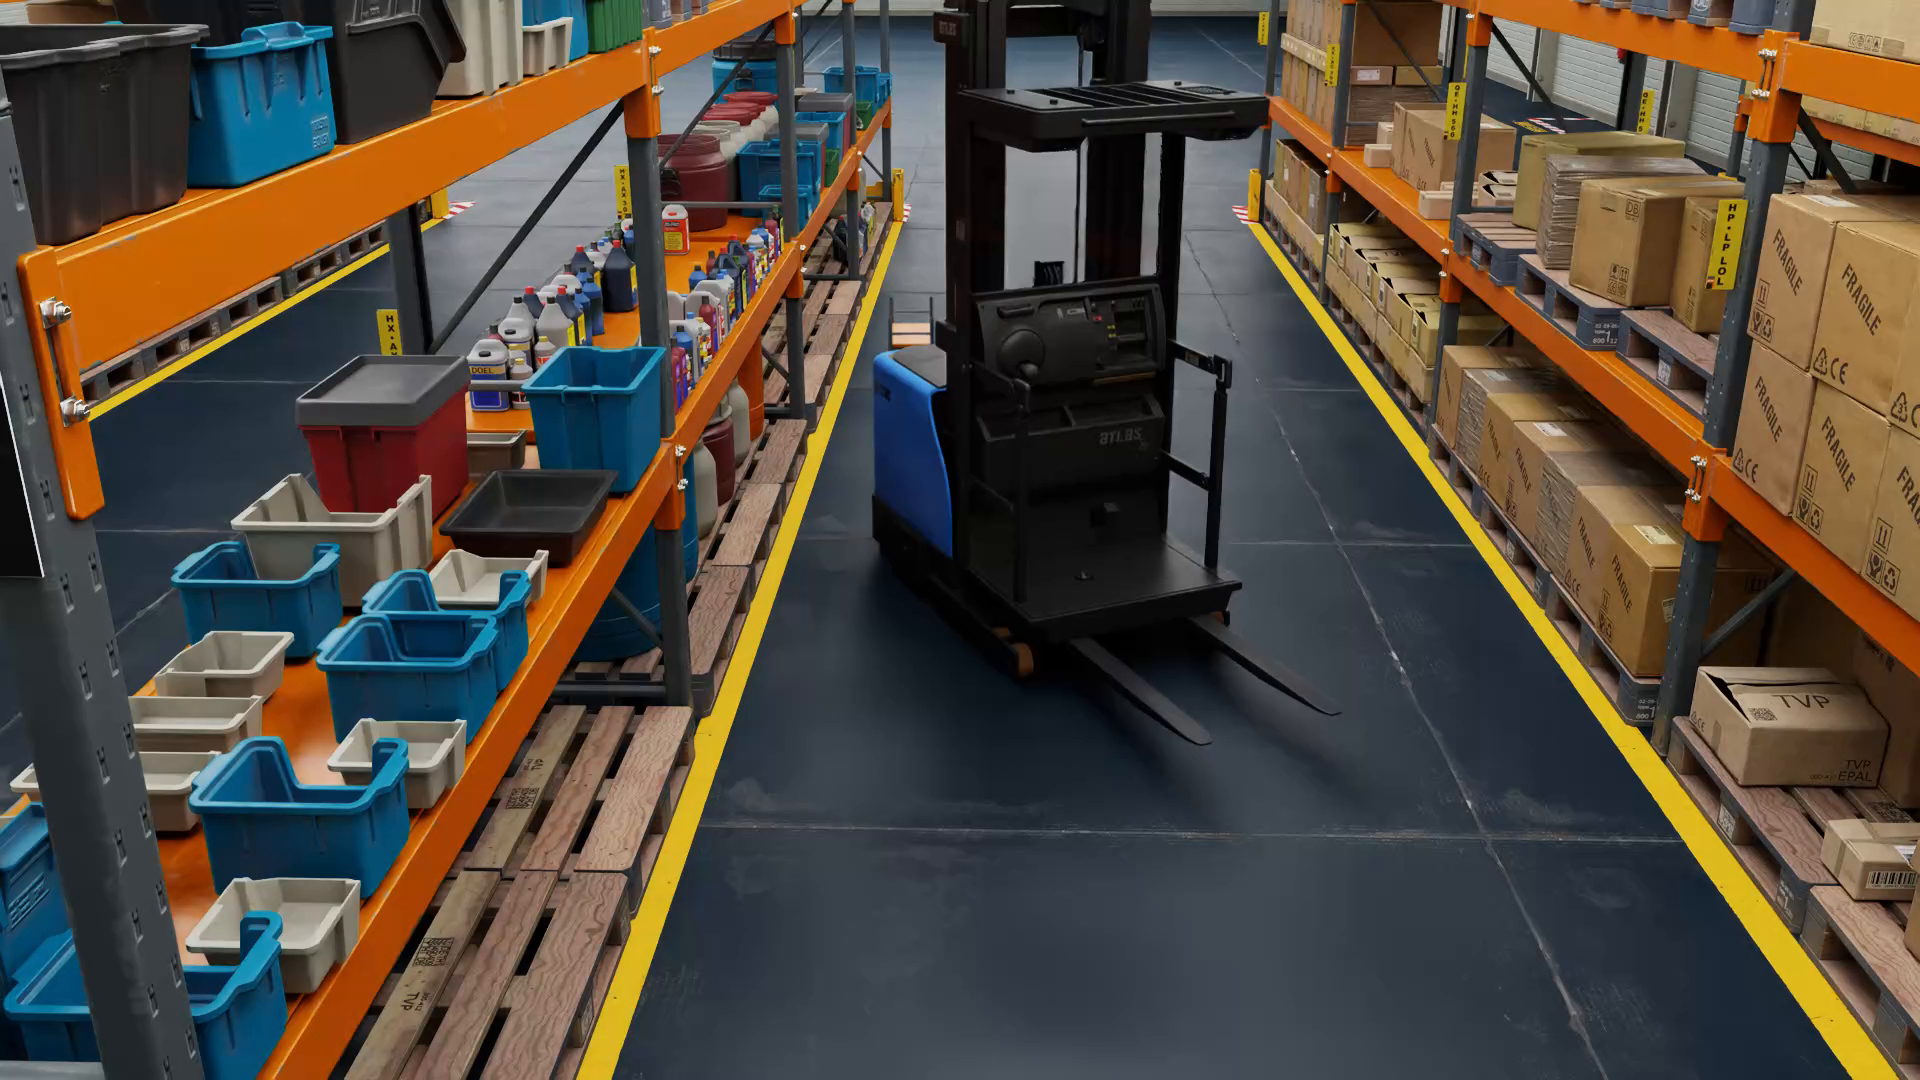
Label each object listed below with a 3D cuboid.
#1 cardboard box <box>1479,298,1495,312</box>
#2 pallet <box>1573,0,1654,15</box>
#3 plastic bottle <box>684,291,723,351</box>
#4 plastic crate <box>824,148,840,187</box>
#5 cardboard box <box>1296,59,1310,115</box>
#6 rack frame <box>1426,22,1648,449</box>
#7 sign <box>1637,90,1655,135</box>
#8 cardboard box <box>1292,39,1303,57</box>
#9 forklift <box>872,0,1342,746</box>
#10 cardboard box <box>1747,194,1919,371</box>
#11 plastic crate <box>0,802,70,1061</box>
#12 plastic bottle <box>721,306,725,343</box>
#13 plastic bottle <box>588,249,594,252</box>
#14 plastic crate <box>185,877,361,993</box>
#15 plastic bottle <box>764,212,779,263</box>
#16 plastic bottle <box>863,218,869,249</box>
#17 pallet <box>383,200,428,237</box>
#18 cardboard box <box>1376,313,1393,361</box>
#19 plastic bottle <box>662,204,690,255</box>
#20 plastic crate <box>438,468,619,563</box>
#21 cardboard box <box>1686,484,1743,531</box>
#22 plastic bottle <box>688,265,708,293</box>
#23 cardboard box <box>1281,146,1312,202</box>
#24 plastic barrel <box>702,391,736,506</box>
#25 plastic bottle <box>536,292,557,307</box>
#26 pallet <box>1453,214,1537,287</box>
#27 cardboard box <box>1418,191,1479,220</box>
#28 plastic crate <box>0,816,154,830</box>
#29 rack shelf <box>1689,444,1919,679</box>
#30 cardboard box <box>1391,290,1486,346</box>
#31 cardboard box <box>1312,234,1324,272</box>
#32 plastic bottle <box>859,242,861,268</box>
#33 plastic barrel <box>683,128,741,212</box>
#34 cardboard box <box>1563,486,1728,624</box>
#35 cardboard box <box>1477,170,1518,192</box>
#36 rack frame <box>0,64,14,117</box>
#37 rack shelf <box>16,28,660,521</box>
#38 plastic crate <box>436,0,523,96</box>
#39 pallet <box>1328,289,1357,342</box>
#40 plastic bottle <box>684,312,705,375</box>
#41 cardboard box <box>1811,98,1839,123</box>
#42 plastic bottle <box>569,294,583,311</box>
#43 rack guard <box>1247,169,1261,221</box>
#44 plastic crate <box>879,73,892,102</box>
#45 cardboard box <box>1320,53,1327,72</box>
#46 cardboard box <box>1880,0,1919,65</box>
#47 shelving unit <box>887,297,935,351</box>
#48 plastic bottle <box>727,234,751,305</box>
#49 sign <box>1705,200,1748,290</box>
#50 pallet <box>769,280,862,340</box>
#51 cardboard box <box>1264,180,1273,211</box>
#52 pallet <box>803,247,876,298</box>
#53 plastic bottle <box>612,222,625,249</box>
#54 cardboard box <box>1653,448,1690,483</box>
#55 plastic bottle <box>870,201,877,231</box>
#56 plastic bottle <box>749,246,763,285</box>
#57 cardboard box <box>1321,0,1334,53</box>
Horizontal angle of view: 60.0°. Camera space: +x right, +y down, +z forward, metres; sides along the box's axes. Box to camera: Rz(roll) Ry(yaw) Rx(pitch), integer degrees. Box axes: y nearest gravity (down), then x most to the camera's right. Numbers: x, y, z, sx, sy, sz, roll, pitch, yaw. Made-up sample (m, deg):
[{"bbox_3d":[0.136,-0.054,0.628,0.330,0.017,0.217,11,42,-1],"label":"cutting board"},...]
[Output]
[{"bbox_3d":[3.780,-1.525,11.258,0.500,0.311,0.500,0,21,0],"label":"cardboard box"},{"bbox_3d":[3.460,-2.448,7.305,1.213,0.211,1.003,1,21,2],"label":"pallet"},{"bbox_3d":[-1.186,-1.023,7.691,0.152,0.276,0.135,1,21,2],"label":"plastic bottle"},{"bbox_3d":[-1.137,-2.744,12.248,0.450,0.188,0.662,1,21,2],"label":"plastic crate"},{"bbox_3d":[3.647,-4.375,16.019,0.700,0.500,0.500,1,21,2],"label":"cardboard box"},{"bbox_3d":[3.463,-1.974,9.969,1.000,3.000,0.127,1,21,2],"label":"rack frame"},{"bbox_3d":[4.006,-2.474,9.767,0.100,0.325,0.005,1,21,2],"label":"sign"},{"bbox_3d":[3.455,-4.799,16.215,0.380,0.149,0.250,0,21,1],"label":"cardboard box"},{"bbox_3d":[0.602,-0.920,7.349,1.130,2.935,3.031,-9,23,-23],"label":"forklift"},{"bbox_3d":[3.046,-0.873,5.611,0.500,0.500,0.500,1,21,3],"label":"cardboard box"},{"bbox_3d":[-1.908,0.695,2.958,0.616,0.435,0.499,1,21,2],"label":"plastic crate"},{"bbox_3d":[-1.156,-1.030,7.812,0.097,0.201,0.097,0,21,0],"label":"plastic bottle"},{"bbox_3d":[-1.890,-1.357,8.558,0.097,0.271,0.097,0,21,0],"label":"plastic bottle"},{"bbox_3d":[-1.302,0.757,3.212,0.250,0.136,0.298,1,21,2],"label":"plastic crate"},{"bbox_3d":[-1.081,-1.741,9.530,0.061,0.283,0.133,1,21,2],"label":"plastic bottle"},{"bbox_3d":[-0.874,-2.829,15.321,0.061,0.283,0.133,2,21,4],"label":"plastic bottle"},{"bbox_3d":[-6.258,-3.356,17.386,1.003,0.211,1.213,1,21,2],"label":"pallet"},{"bbox_3d":[3.266,-1.449,11.836,0.500,0.250,0.500,1,21,3],"label":"cardboard box"},{"bbox_3d":[-1.672,-1.817,9.737,0.152,0.276,0.135,1,21,2],"label":"plastic bottle"},{"bbox_3d":[-1.375,-0.075,5.374,0.437,0.125,0.590,1,21,2],"label":"plastic crate"},{"bbox_3d":[3.605,0.068,7.555,0.500,0.500,0.500,1,21,2],"label":"cardboard box"},{"bbox_3d":[-1.287,-1.219,8.201,0.097,0.271,0.097,0,21,0],"label":"plastic bottle"},{"bbox_3d":[3.452,-3.576,16.284,0.500,0.500,0.500,1,21,2],"label":"cardboard box"},{"bbox_3d":[-1.520,-0.516,8.964,0.600,0.588,0.708,1,21,2],"label":"plastic barrel"},{"bbox_3d":[-1.894,-0.986,7.595,0.152,0.276,0.135,1,21,2],"label":"plastic bottle"},{"bbox_3d":[3.513,-1.638,9.370,1.213,0.211,1.003,1,21,2],"label":"pallet"},{"bbox_3d":[3.214,-2.185,10.860,0.380,0.149,0.250,1,21,2],"label":"cardboard box"},{"bbox_3d":[-1.887,0.661,3.460,0.396,0.136,0.243,1,21,2],"label":"plastic crate"},{"bbox_3d":[3.281,0.531,4.508,1.077,0.370,4.000,1,21,2],"label":"rack shelf"},{"bbox_3d":[3.242,-1.529,11.268,0.500,0.311,0.500,0,21,1],"label":"cardboard box"},{"bbox_3d":[3.380,-2.504,14.556,0.500,0.250,0.500,1,21,2],"label":"cardboard box"},{"bbox_3d":[-0.918,-2.519,14.539,0.097,0.271,0.097,0,21,0],"label":"plastic bottle"},{"bbox_3d":[-1.670,-2.456,11.057,0.421,0.512,0.421,0,21,0],"label":"plastic barrel"},{"bbox_3d":[3.093,0.073,7.542,0.500,0.500,0.500,1,21,2],"label":"cardboard box"},{"bbox_3d":[3.684,-2.253,10.813,0.500,0.311,0.500,0,21,1],"label":"cardboard box"},{"bbox_3d":[-1.731,-1.934,1.573,1.000,3.000,0.127,1,21,2],"label":"rack frame"},{"bbox_3d":[-1.670,-0.923,4.109,1.077,0.370,4.000,1,21,2],"label":"rack shelf"},{"bbox_3d":[-1.355,-1.278,4.193,0.437,0.282,0.530,1,21,2],"label":"plastic crate"},{"bbox_3d":[3.601,-1.853,13.513,1.003,0.211,1.213,1,21,2],"label":"pallet"},{"bbox_3d":[-1.173,-0.860,7.277,0.097,0.271,0.097,0,21,0],"label":"plastic bottle"},{"bbox_3d":[8.285,-4.025,15.435,0.500,0.250,0.500,1,21,2],"label":"cardboard box"},{"bbox_3d":[-1.769,-0.989,7.609,0.097,0.271,0.097,0,21,0],"label":"plastic bottle"},{"bbox_3d":[3.707,-3.709,17.898,1.175,0.500,0.348,1,21,2],"label":"rack guard"},{"bbox_3d":[-0.961,-4.668,17.120,0.499,0.251,0.616,1,21,2],"label":"plastic crate"},{"bbox_3d":[3.412,-4.237,14.768,0.380,0.149,0.250,1,21,1],"label":"cardboard box"},{"bbox_3d":[3.060,-1.502,4.814,0.500,0.250,0.500,1,21,2],"label":"cardboard box"},{"bbox_3d":[-0.262,-0.691,9.150,0.258,1.200,0.503,-1,21,-1],"label":"shelving unit"},{"bbox_3d":[-1.155,-1.385,8.520,0.144,0.351,0.185,1,21,2],"label":"plastic bottle"},{"bbox_3d":[2.787,-1.072,6.044,0.100,0.325,0.005,1,21,2],"label":"sign"},{"bbox_3d":[-1.351,-1.891,13.612,1.003,0.211,1.213,1,21,2],"label":"pallet"},{"bbox_3d":[3.468,-3.589,17.352,0.500,0.250,0.500,1,21,2],"label":"cardboard box"},{"bbox_3d":[-1.304,-2.418,14.969,1.003,0.211,1.213,1,21,2],"label":"pallet"},{"bbox_3d":[-1.888,-1.607,9.185,0.061,0.283,0.133,1,21,2],"label":"plastic bottle"},{"bbox_3d":[3.630,-0.450,7.854,0.500,0.250,0.500,1,21,2],"label":"cardboard box"},{"bbox_3d":[-0.848,-3.149,16.146,0.061,0.283,0.133,1,21,3],"label":"plastic bottle"},{"bbox_3d":[-1.117,-1.485,8.984,0.097,0.201,0.097,0,21,0],"label":"plastic bottle"},{"bbox_3d":[3.622,-4.596,14.795,0.700,0.500,0.500,1,21,2],"label":"cardboard box"}]
